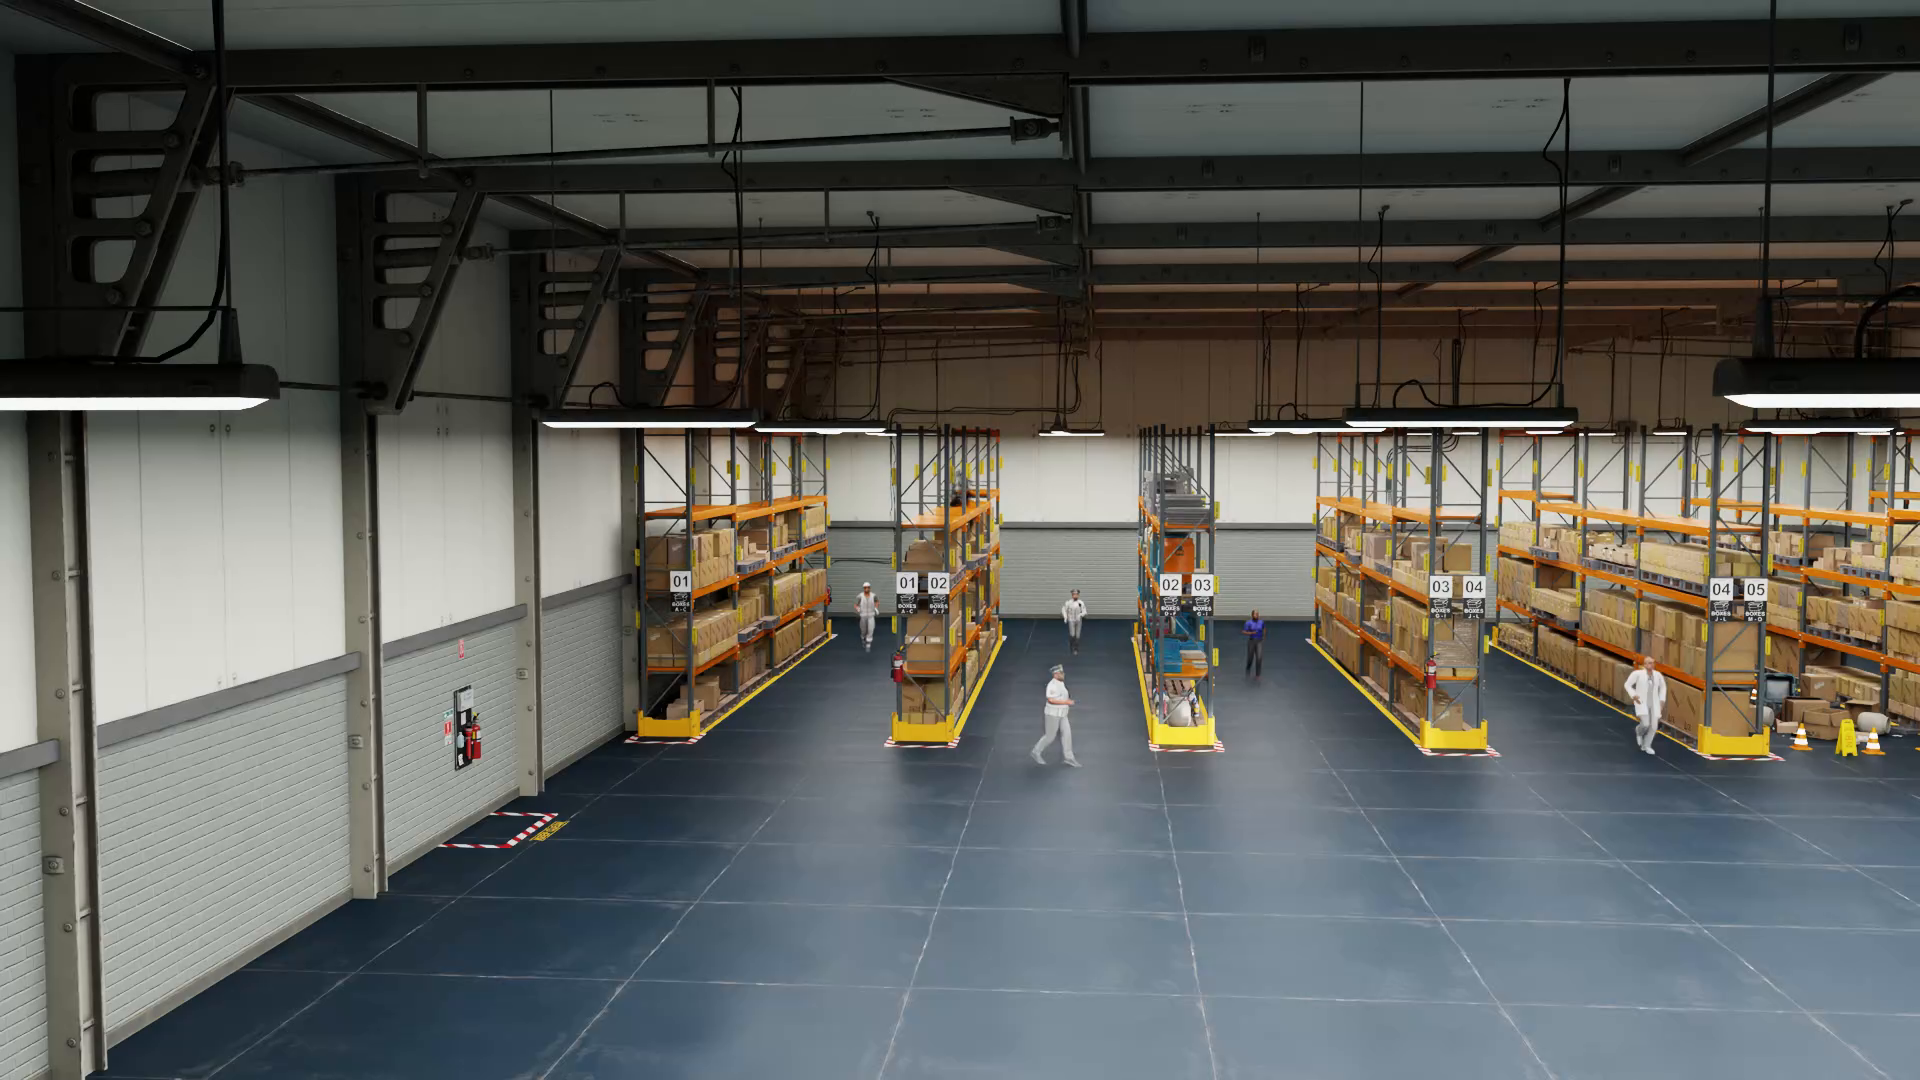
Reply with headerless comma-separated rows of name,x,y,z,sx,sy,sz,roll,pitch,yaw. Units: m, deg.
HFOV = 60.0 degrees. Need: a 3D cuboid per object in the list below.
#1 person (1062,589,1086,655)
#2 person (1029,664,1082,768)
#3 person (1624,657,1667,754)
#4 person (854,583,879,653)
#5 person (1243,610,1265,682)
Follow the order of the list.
person,2.888,2.062,41.798,0.599,1.670,0.559,0,3,-4
person,1.662,3.059,28.987,0.930,1.803,0.647,2,4,26
person,12.564,3.018,30.408,0.745,1.734,0.579,0,3,2
person,-2.381,1.974,42.711,0.656,1.768,0.827,-1,4,-8
person,6.977,2.475,39.417,0.604,1.662,0.901,0,3,-4
